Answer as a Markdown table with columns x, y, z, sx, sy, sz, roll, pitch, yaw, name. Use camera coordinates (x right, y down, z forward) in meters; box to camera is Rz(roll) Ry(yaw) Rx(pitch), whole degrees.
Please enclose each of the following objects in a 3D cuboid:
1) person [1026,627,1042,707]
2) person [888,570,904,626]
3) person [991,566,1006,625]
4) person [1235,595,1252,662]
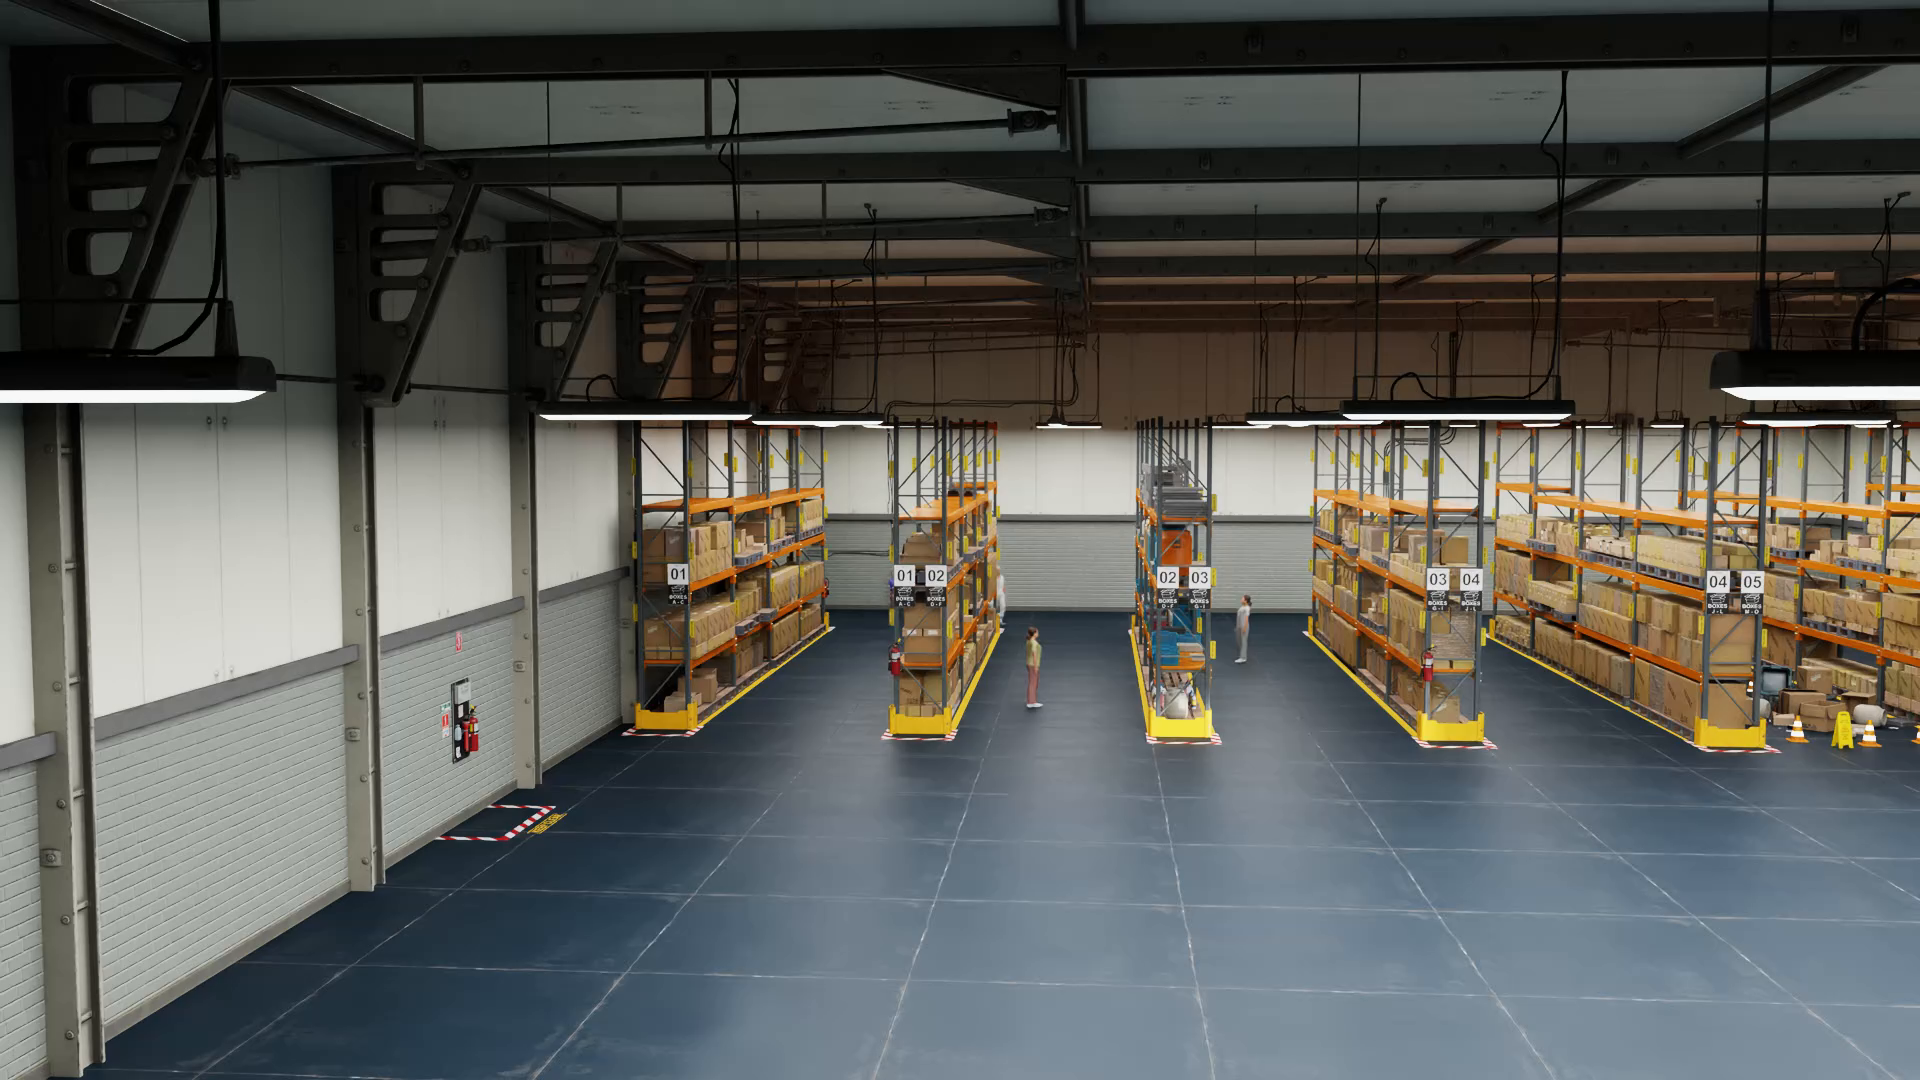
| x | y | z | sx | sy | sz | roll | pitch | yaw | name |
| --- | --- | --- | --- | --- | --- | --- | --- | --- | --- |
| 1.570 | 2.650 | 34.551 | 0.429 | 1.709 | 0.503 | -1 | 4 | -14 | person |
| -1.870 | 1.714 | 48.802 | 0.493 | 1.674 | 0.495 | 1 | 4 | 12 | person |
| 1.061 | 1.631 | 49.000 | 0.571 | 1.759 | 0.743 | -4 | 5 | -45 | person |
| 7.019 | 2.247 | 41.414 | 0.543 | 1.572 | 0.468 | -2 | 4 | -32 | person |
